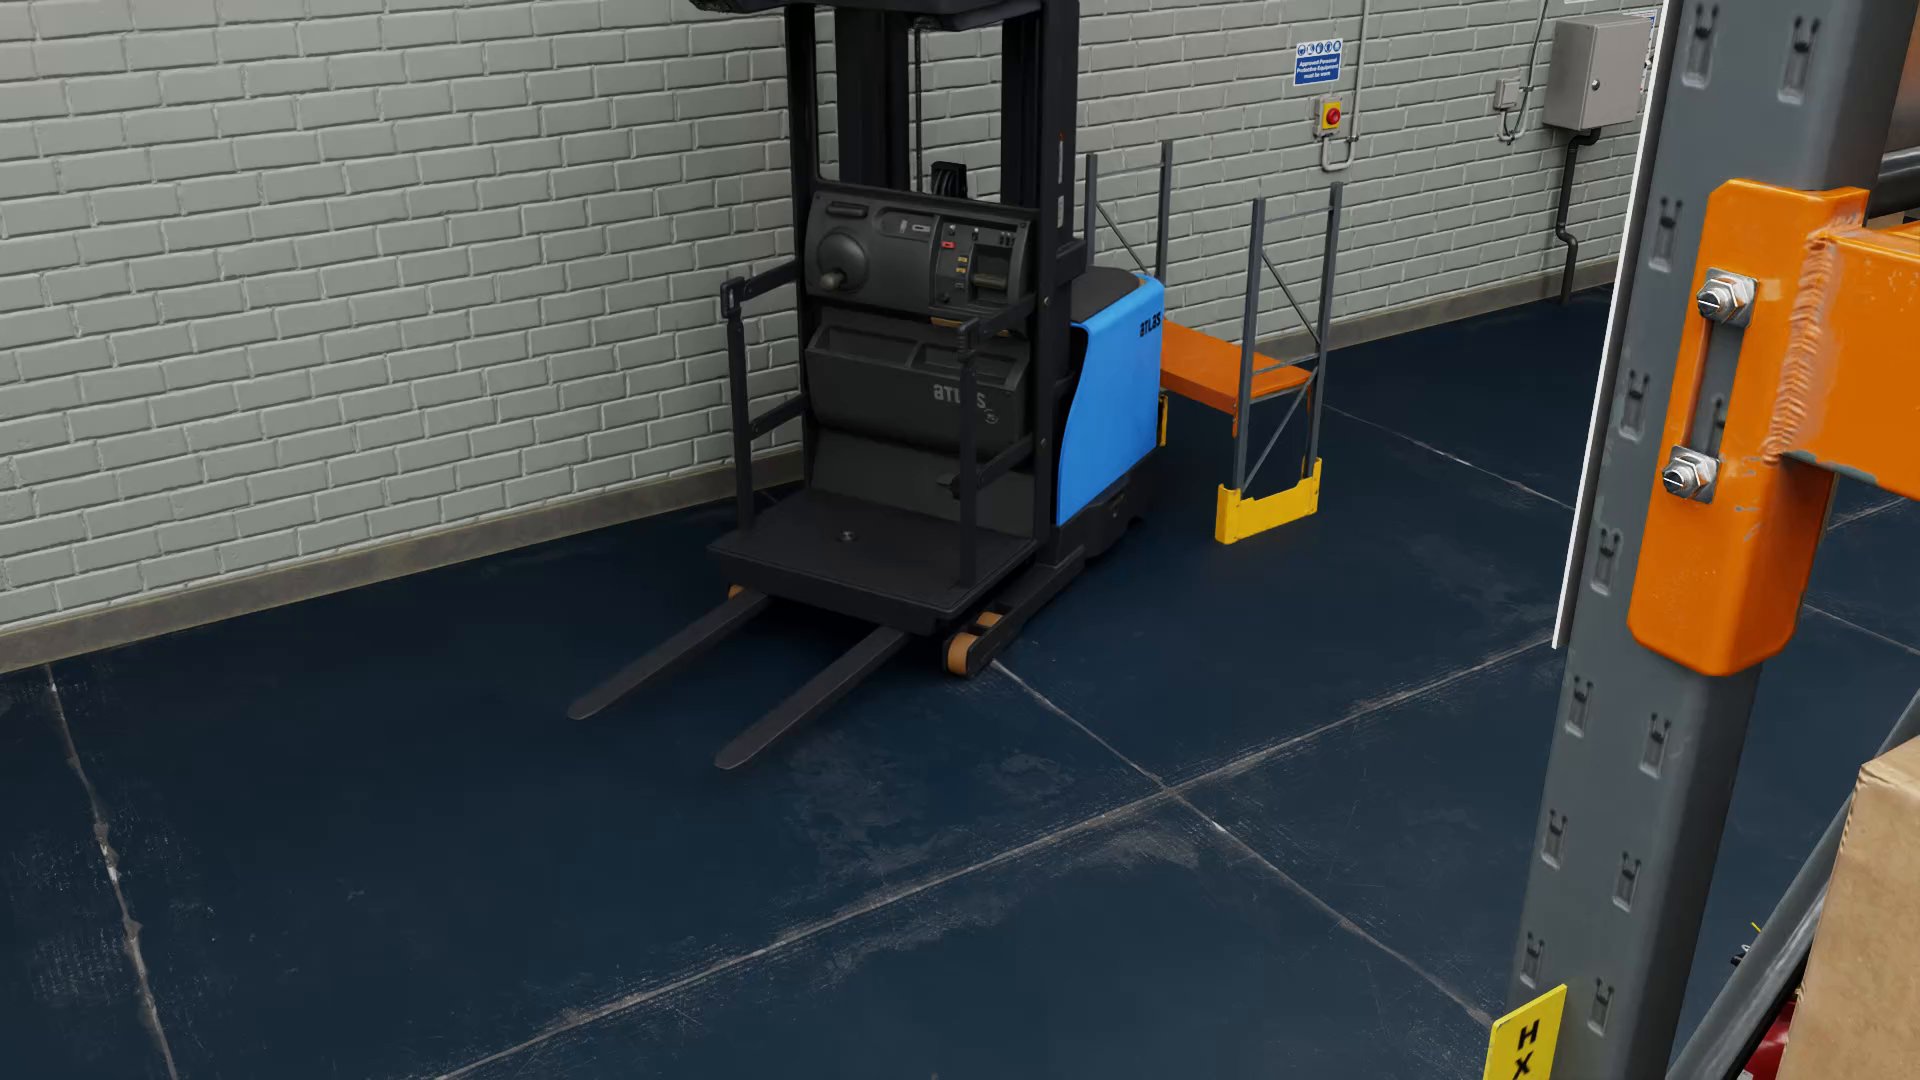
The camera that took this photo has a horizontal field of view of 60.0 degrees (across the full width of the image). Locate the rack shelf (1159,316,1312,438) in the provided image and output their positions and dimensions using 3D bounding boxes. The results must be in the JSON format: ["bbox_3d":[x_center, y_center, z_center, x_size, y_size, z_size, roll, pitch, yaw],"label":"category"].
[{"bbox_3d":[1.071,-0.753,7.509,0.538,0.185,1.000,-18,31,-33],"label":"rack shelf"}]

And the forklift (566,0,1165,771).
[{"bbox_3d":[-0.271,-1.036,6.012,1.130,2.935,3.031,14,28,26],"label":"forklift"}]

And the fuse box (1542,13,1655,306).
[{"bbox_3d":[3.797,-2.234,9.977,0.539,1.711,0.414,-16,29,-30],"label":"fuse box"}]

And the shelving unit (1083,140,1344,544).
[{"bbox_3d":[1.066,-0.919,7.439,0.587,1.500,1.083,-18,31,-33],"label":"shelving unit"}]

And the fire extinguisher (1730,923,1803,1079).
[{"bbox_3d":[1.212,0.828,2.510,0.296,0.674,0.183,-16,29,-30],"label":"fire extinguisher"}]

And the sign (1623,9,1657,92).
[{"bbox_3d":[4.097,-2.963,10.123,0.329,0.494,0.001,-16,29,-30],"label":"sign"}]

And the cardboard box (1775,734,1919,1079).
[{"bbox_3d":[0.985,0.413,1.225,0.500,0.500,0.500,-16,29,-30],"label":"cardboard box"}]

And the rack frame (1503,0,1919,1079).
[{"bbox_3d":[0.960,0.823,1.993,0.949,2.616,0.053,-16,29,-30],"label":"rack frame"}]

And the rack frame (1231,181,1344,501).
[{"bbox_3d":[1.376,-0.742,7.064,0.500,1.500,0.032,-18,31,-33],"label":"rack frame"}]

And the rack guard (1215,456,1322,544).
[{"bbox_3d":[1.364,-0.183,7.345,0.587,0.250,0.087,-18,31,-33],"label":"rack guard"}]

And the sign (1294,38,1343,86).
[{"bbox_3d":[1.883,-2.512,8.741,0.327,0.218,0.001,-16,29,-30],"label":"sign"}]

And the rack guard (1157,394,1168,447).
[{"bbox_3d":[0.768,-0.524,8.066,0.587,0.250,0.087,-18,31,-33],"label":"rack guard"}]

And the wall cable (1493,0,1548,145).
[{"bbox_3d":[3.139,-3.173,9.268,0.588,1.984,0.122,-16,29,-30],"label":"wall cable"}]

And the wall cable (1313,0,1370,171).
[{"bbox_3d":[1.957,-2.853,8.552,0.585,1.953,0.123,-16,29,-30],"label":"wall cable"}]

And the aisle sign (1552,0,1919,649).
[{"bbox_3d":[0.671,-0.310,1.347,0.394,0.787,0.004,-16,29,-30],"label":"aisle sign"}]

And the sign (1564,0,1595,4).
[{"bbox_3d":[3.637,-3.251,9.656,0.339,0.242,0.001,-16,29,-30],"label":"sign"}]

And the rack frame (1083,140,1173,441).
[{"bbox_3d":[0.767,-1.089,7.800,0.500,1.500,0.032,-18,31,-33],"label":"rack frame"}]

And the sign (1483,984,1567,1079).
[{"bbox_3d":[0.508,0.557,1.542,0.100,0.325,0.005,-16,29,-30],"label":"sign"}]
